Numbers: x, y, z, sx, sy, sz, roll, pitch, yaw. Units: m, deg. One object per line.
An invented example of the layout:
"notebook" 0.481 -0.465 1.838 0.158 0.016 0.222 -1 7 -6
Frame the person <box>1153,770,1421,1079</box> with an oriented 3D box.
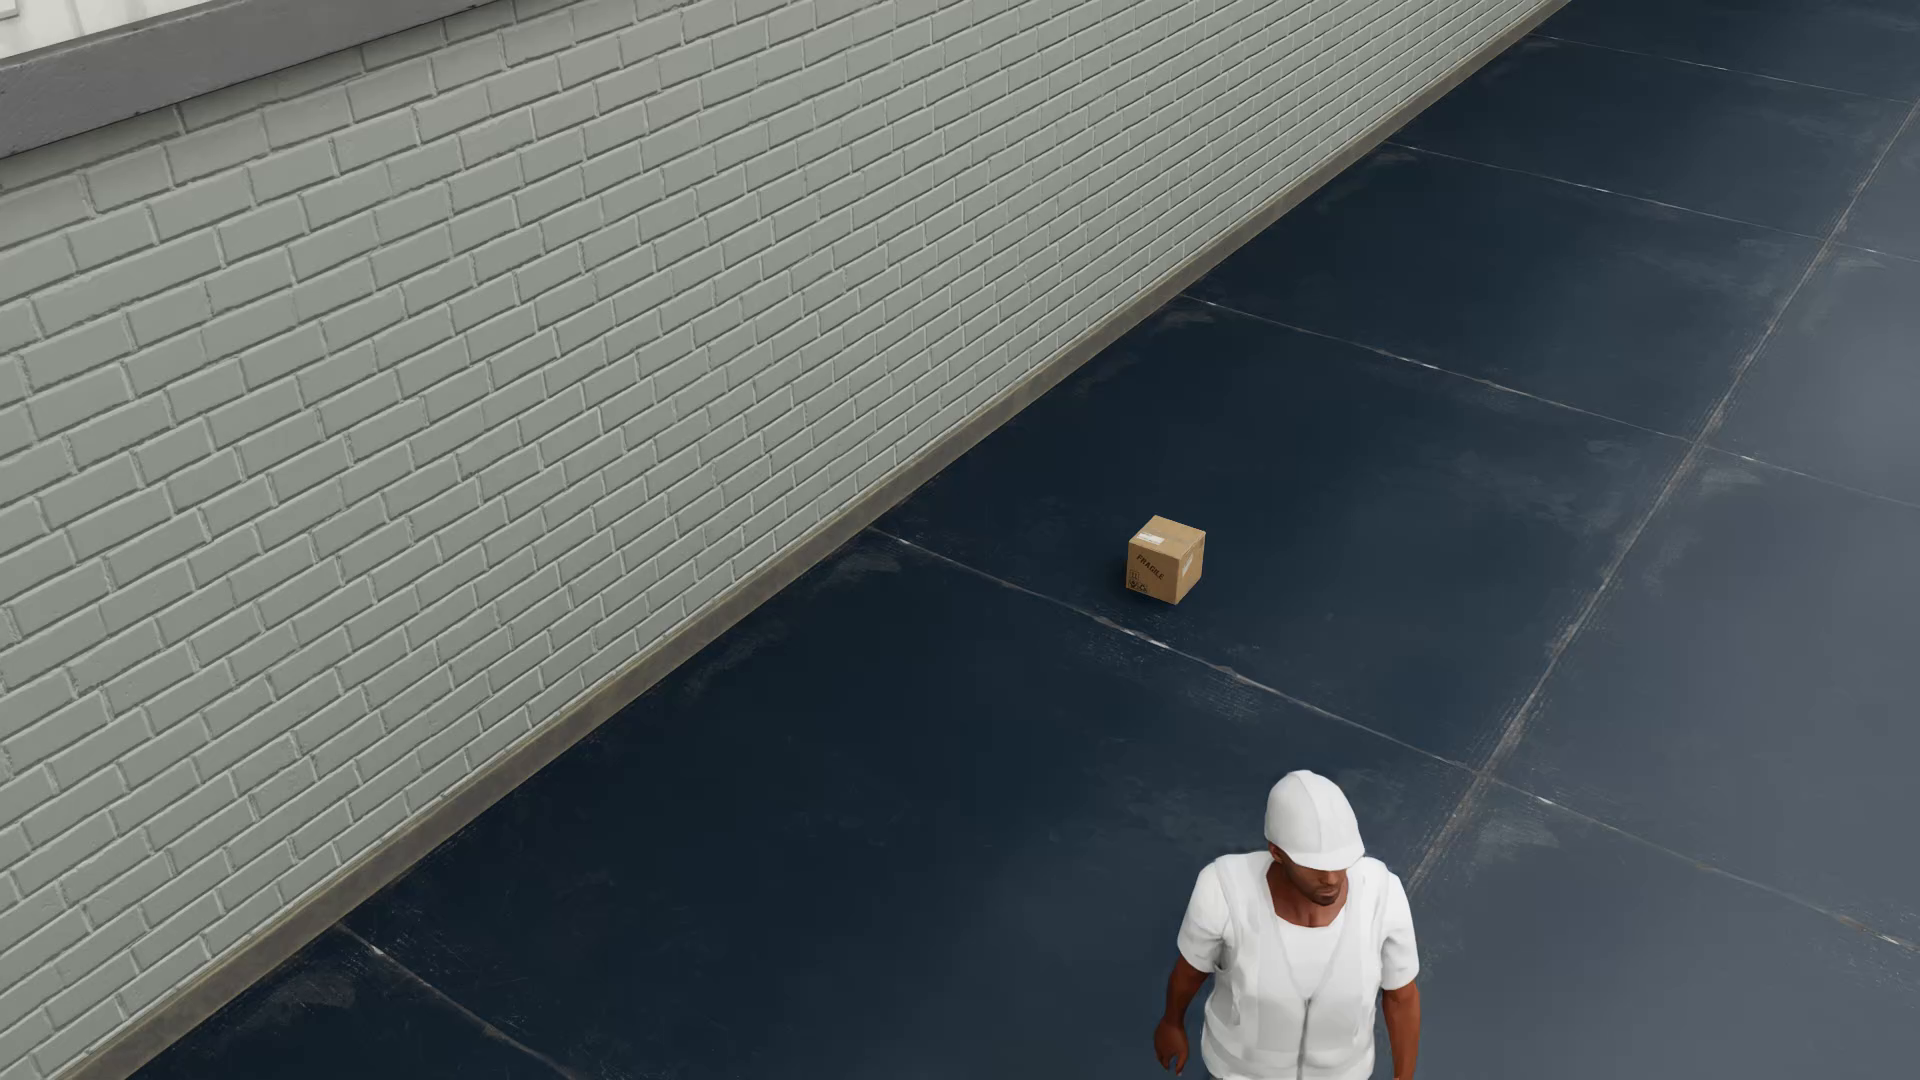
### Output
"person" 0.824 1.360 4.121 0.615 1.752 0.861 -1 34 -2
